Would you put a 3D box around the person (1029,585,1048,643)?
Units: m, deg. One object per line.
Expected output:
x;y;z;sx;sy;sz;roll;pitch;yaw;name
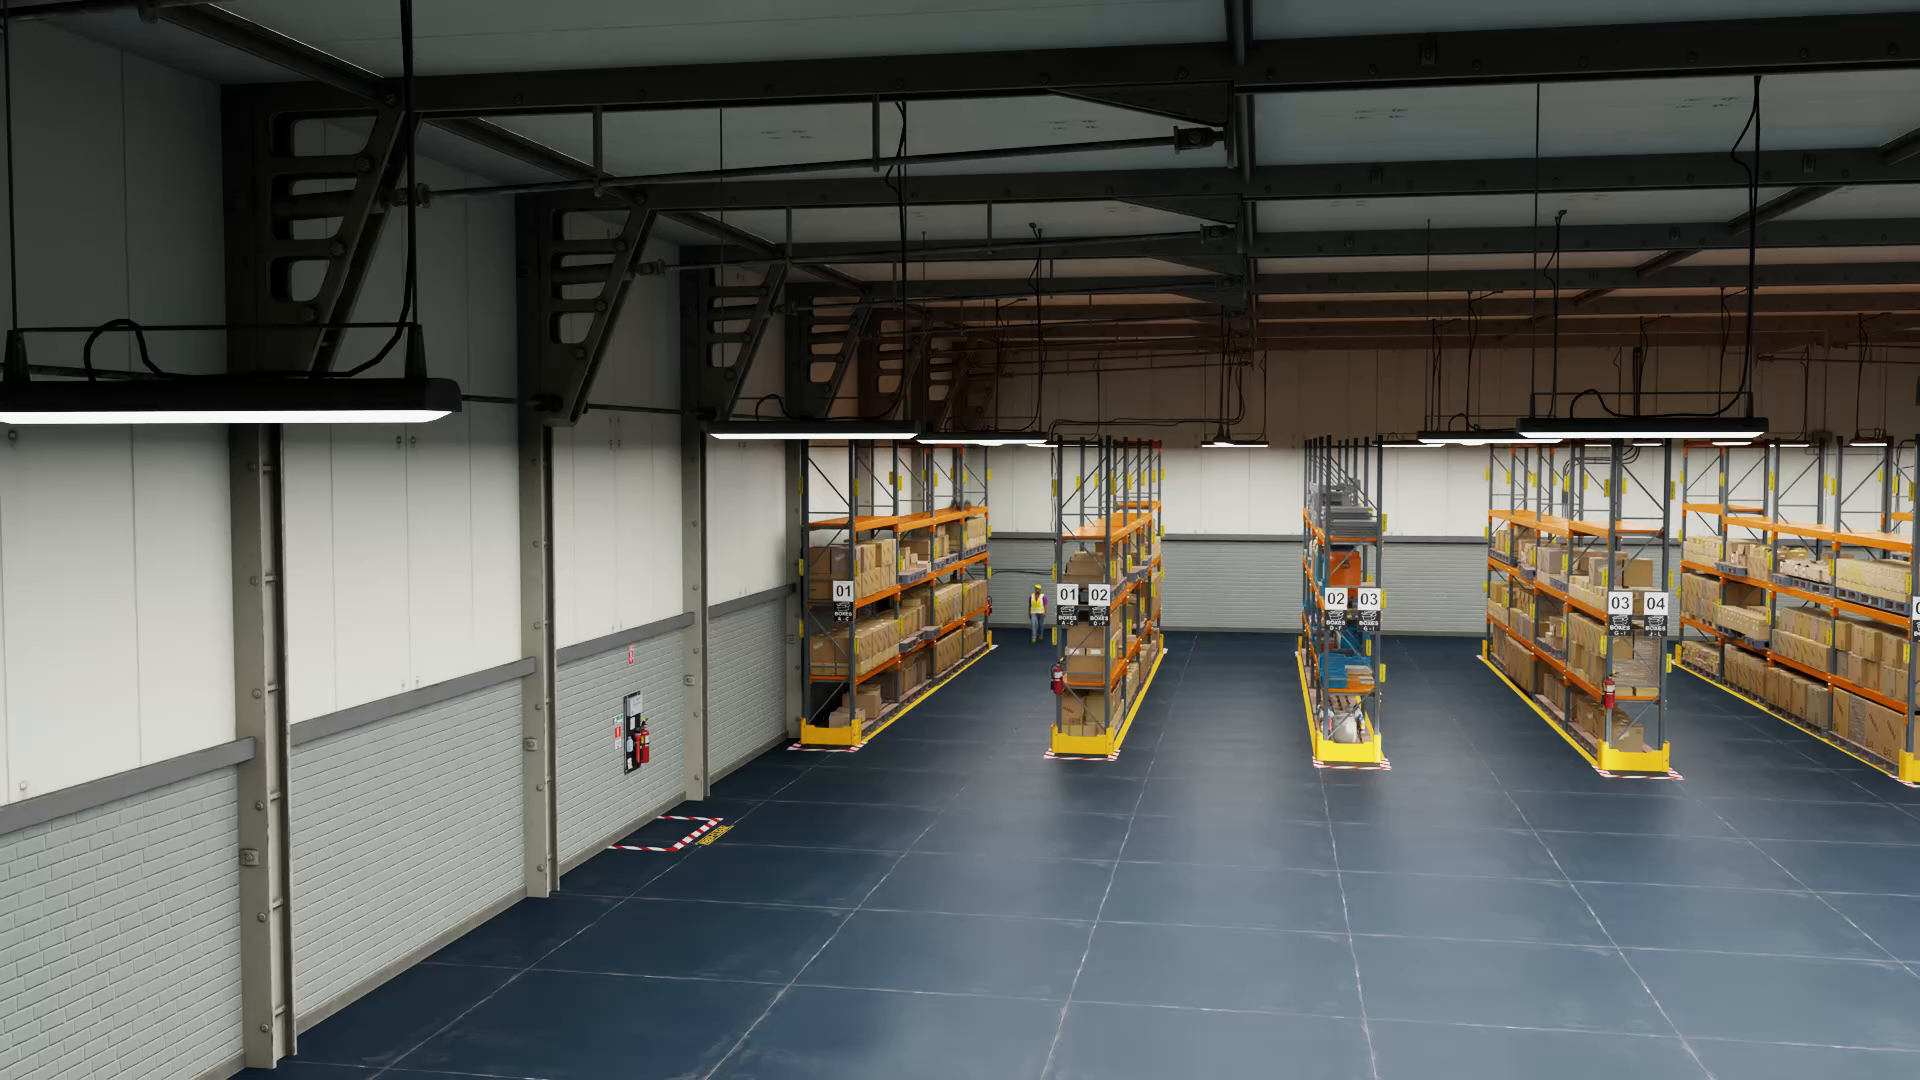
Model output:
2.316;2.187;49.436;0.562;1.715;1.079;0;3;4;person

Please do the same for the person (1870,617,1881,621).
22.101;2.647;40.192;0.955;1.736;0.489;-3;4;-39;person
